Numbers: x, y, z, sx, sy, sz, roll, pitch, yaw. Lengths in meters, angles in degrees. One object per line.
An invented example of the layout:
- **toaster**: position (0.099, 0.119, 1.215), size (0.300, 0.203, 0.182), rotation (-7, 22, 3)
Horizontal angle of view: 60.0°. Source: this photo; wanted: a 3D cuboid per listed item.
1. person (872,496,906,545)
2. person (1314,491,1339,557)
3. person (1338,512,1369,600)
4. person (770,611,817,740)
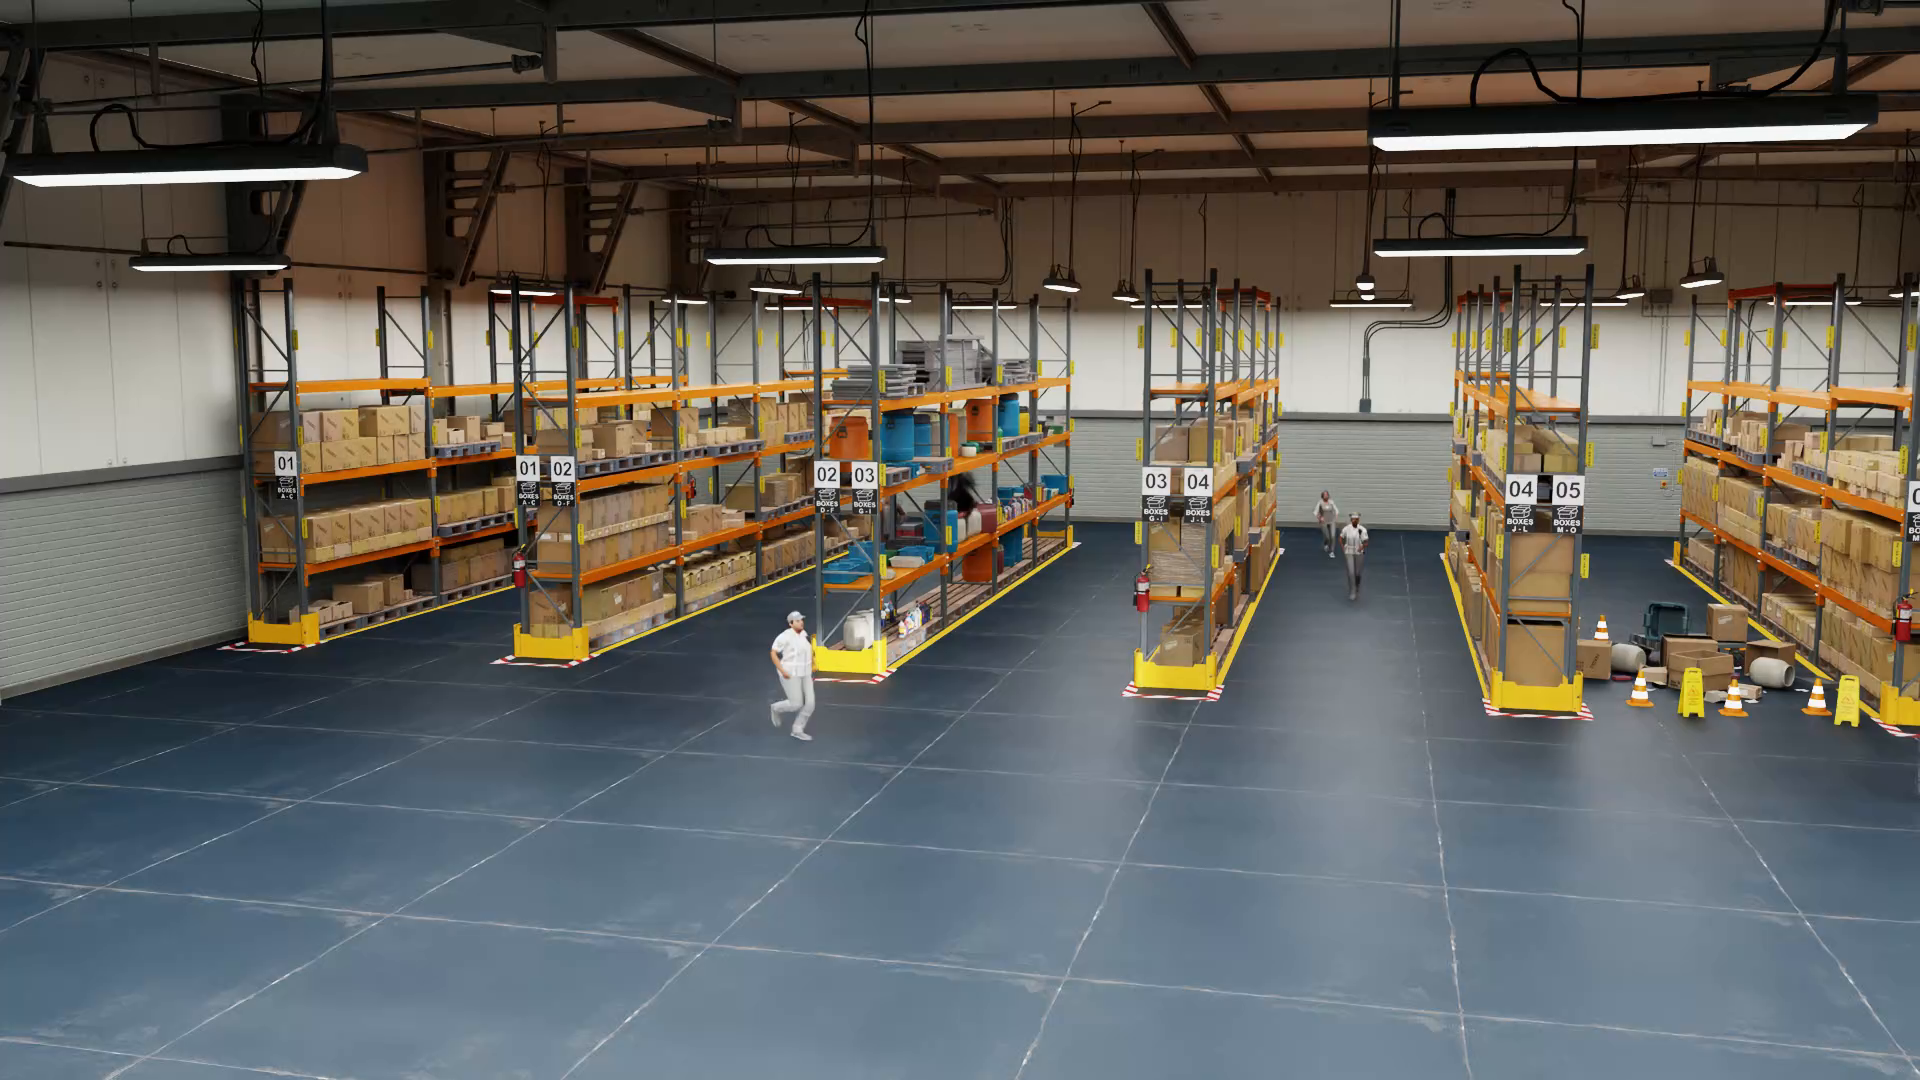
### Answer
- **person**: position (-1.546, -0.035, 35.808), size (0.724, 1.530, 1.014), rotation (1, 7, 9)
- **person**: position (8.507, -0.385, 38.653), size (0.568, 1.540, 0.593), rotation (0, 7, -4)
- **person**: position (7.697, 0.277, 32.527), size (0.585, 1.695, 0.727), rotation (1, 7, 12)
- **person**: position (-2.094, 1.704, 20.971), size (0.549, 1.632, 0.645), rotation (6, 9, 40)
